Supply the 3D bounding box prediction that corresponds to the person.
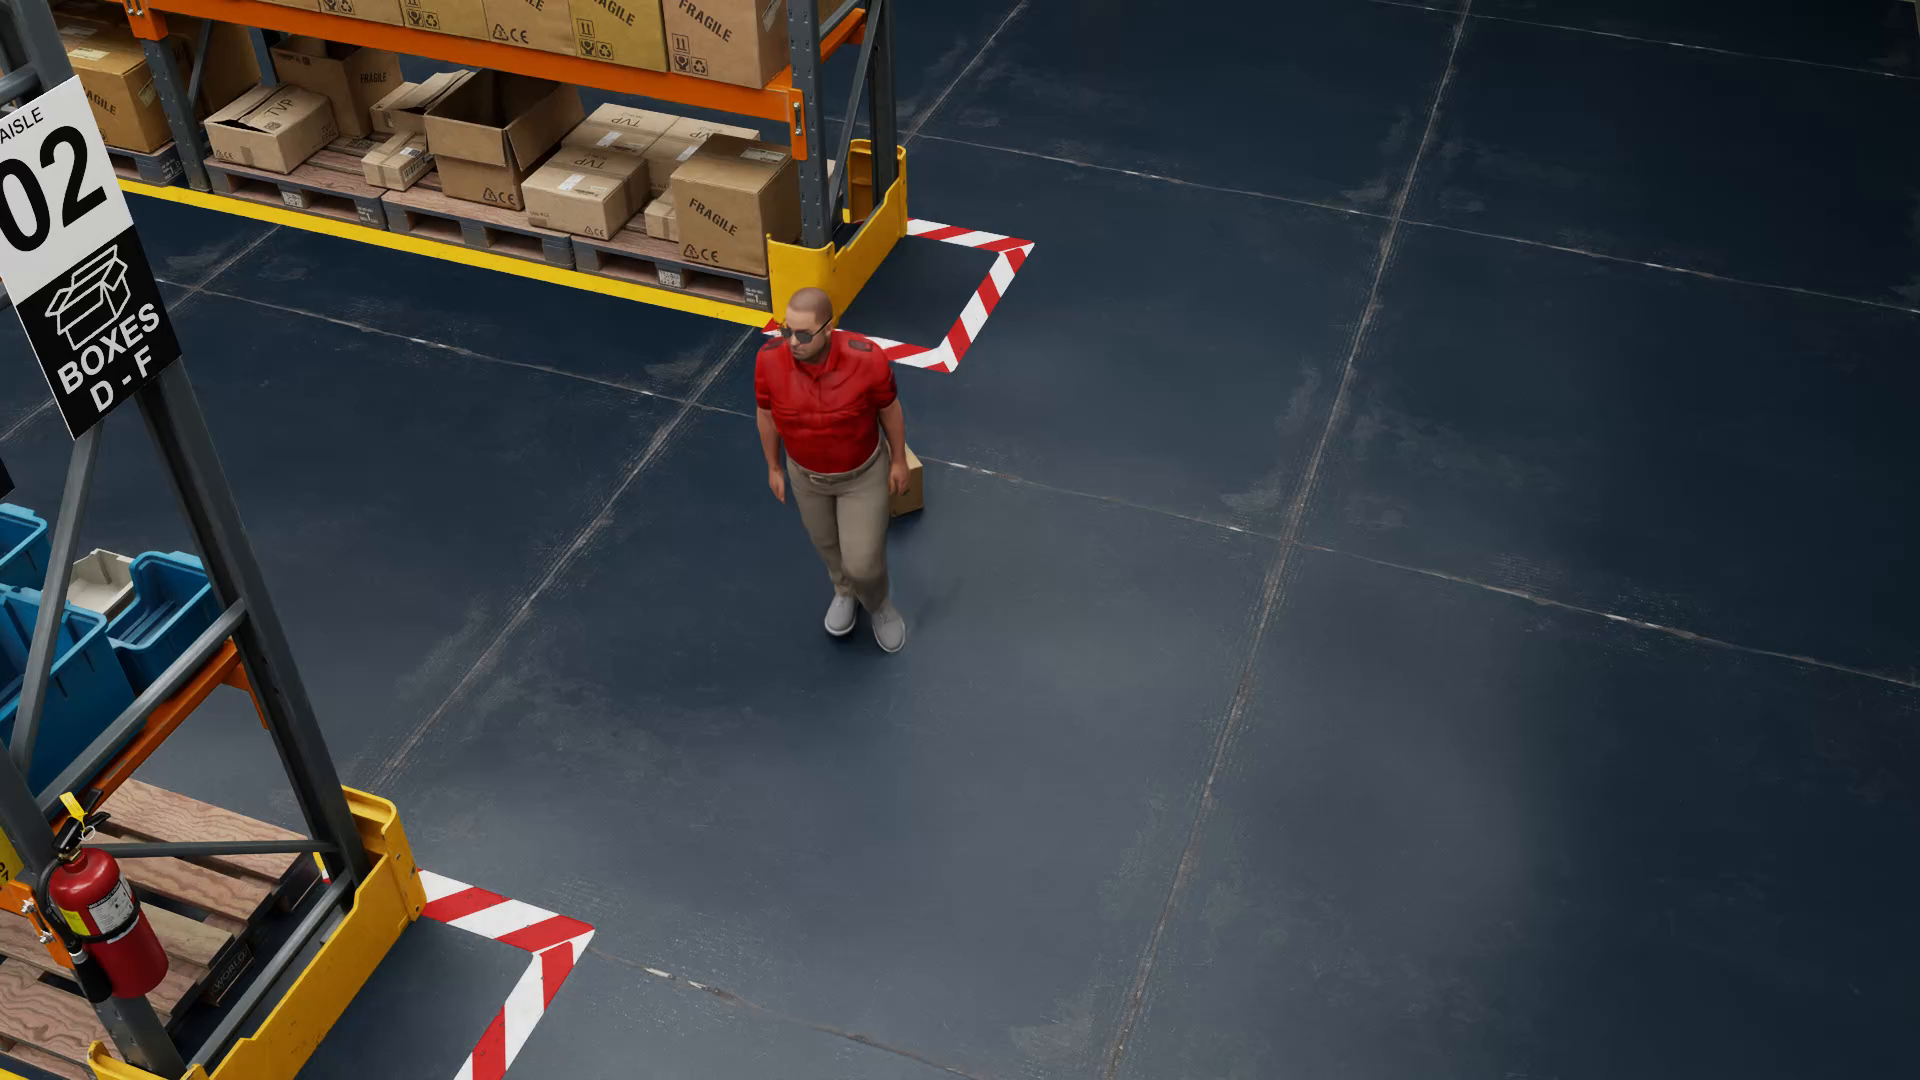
[{"bbox_3d":[-0.467,-0.268,6.469,0.425,1.539,0.483,10,42,11],"label":"person"}]
